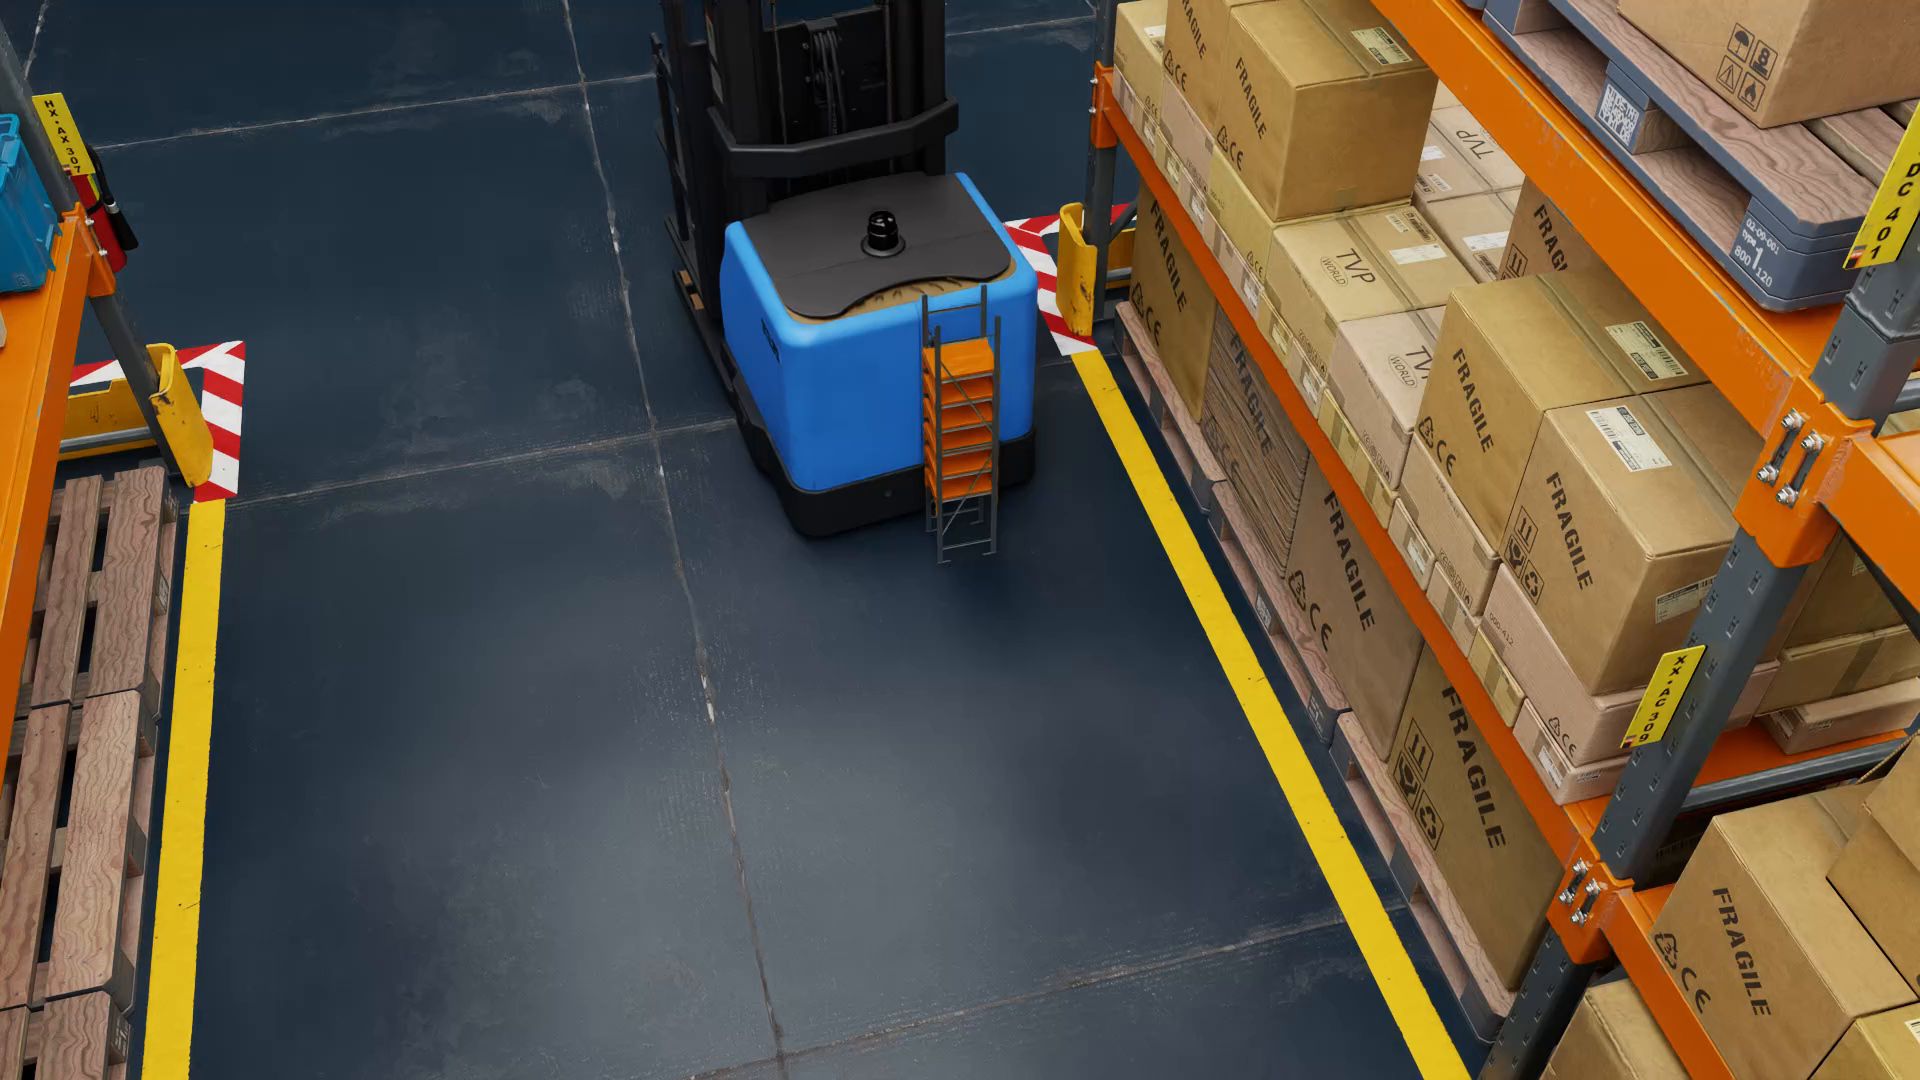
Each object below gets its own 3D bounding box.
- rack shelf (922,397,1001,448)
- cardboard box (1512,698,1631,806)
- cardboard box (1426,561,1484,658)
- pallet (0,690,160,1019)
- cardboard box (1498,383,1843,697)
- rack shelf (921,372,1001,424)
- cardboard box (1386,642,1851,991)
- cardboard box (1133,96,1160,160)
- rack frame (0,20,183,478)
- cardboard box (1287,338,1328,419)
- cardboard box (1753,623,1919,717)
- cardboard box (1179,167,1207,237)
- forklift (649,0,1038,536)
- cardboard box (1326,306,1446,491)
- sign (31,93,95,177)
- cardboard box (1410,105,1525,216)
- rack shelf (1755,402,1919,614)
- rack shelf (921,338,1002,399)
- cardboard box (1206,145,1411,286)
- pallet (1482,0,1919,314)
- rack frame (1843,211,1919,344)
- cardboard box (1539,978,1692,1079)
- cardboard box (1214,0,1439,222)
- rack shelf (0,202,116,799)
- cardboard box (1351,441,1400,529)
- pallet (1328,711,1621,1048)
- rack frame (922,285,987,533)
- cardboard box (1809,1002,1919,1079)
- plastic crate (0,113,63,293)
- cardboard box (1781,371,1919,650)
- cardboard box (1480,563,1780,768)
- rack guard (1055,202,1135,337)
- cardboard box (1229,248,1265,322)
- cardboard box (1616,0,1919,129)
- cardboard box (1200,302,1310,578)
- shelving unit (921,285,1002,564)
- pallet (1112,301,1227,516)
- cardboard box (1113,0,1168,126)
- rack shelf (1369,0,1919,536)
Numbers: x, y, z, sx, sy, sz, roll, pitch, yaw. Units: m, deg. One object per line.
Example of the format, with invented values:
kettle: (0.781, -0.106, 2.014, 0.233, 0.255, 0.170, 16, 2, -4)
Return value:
rack shelf: (0.004, -0.463, 6.258, 0.258, 0.103, 0.180, -11, 47, -10)
cardboard box: (1.680, 0.513, 4.323, 0.380, 0.149, 0.250, -10, 47, -10)
cardboard box: (1.549, 0.158, 4.671, 0.380, 0.149, 0.250, -11, 47, -11)
pallet: (-3.254, 1.113, 5.511, 1.003, 0.211, 1.213, -11, 47, -10)
cardboard box: (1.699, -0.007, 4.028, 0.500, 0.500, 0.500, -9, 46, -9)
rack shelf: (0.004, -0.547, 6.172, 0.258, 0.103, 0.180, -11, 47, -10)
cardboard box: (1.983, 0.702, 5.155, 0.875, 0.875, 0.875, -11, 47, -10)
cardboard box: (0.890, -1.615, 6.409, 0.380, 0.149, 0.250, -11, 47, -11)
rack frame: (-3.737, -1.280, 5.904, 1.000, 3.000, 0.127, -11, 47, -10)
cardboard box: (1.287, -0.550, 5.365, 0.380, 0.149, 0.250, -10, 46, -10)
cardboard box: (2.208, 0.152, 4.397, 0.500, 0.250, 0.500, -11, 47, -11)
cardboard box: (1.024, -1.259, 6.059, 0.380, 0.149, 0.250, -11, 47, -11)
forklift: (-0.702, -2.110, 6.765, 1.130, 2.935, 3.031, -16, 48, -15)
cardboard box: (1.443, -0.442, 4.979, 0.500, 0.250, 0.500, -10, 46, -10)
sign: (-3.209, -1.449, 5.956, 0.100, 0.325, 0.005, -11, 47, -10)
cardboard box: (1.692, -1.250, 5.771, 0.500, 0.250, 0.500, -12, 47, -12)
rack shelf: (2.587, 1.159, 1.918, 1.077, 0.370, 4.000, -11, 47, -10)
rack shelf: (0.004, -0.631, 6.086, 0.258, 0.103, 0.180, -11, 47, -10)
cardboard box: (1.178, -1.151, 5.675, 0.500, 0.250, 0.500, -12, 47, -12)
pallet: (1.876, -1.010, 3.601, 1.003, 0.211, 1.213, -11, 47, -10)
rack frame: (2.075, -1.524, 1.943, 1.000, 3.000, 0.127, -11, 47, -10)
cardboard box: (2.258, 1.611, 4.265, 1.225, 0.875, 0.875, -11, 47, -10)
cardboard box: (1.179, -1.417, 5.410, 0.500, 0.500, 0.500, -12, 47, -11)
rack shelf: (-3.225, 0.353, 4.808, 1.077, 0.370, 4.000, -11, 47, -10)
cardboard box: (1.416, -0.197, 5.019, 0.380, 0.149, 0.250, -10, 46, -10)
pallet: (1.956, 1.013, 5.610, 1.003, 0.211, 1.213, -11, 47, -10)
rack frame: (-0.020, -0.473, 6.374, 0.240, 1.200, 0.006, -11, 47, -10)
cardboard box: (2.081, 1.251, 3.354, 0.500, 0.500, 0.500, -11, 47, -10)
plastic crate: (-3.471, -1.116, 5.677, 0.616, 0.435, 0.499, -11, 47, -10)
cardboard box: (2.200, -0.116, 4.135, 0.500, 0.500, 0.500, -11, 47, -10)
cardboard box: (1.708, 0.267, 4.284, 0.500, 0.250, 0.500, -12, 47, -11)
rack guard: (1.045, -1.327, 7.701, 1.175, 0.500, 0.348, -11, 47, -10)
cardboard box: (1.154, -0.905, 5.713, 0.380, 0.149, 0.250, -11, 47, -11)
cardboard box: (1.817, -1.220, 3.311, 0.700, 0.500, 0.500, -13, 47, -13)
cardboard box: (1.525, -0.533, 6.366, 0.875, 0.875, 0.875, -11, 47, -10)
shelving unit: (0.004, -0.410, 6.312, 0.258, 1.200, 0.189, -11, 47, -10)
pallet: (1.331, -0.672, 7.261, 1.003, 0.211, 1.213, -11, 47, -10)
cardboard box: (0.913, -1.857, 6.366, 0.500, 0.250, 0.500, -12, 47, -11)
rack shelf: (1.563, -1.603, 4.624, 1.077, 0.370, 4.000, -11, 47, -10)
